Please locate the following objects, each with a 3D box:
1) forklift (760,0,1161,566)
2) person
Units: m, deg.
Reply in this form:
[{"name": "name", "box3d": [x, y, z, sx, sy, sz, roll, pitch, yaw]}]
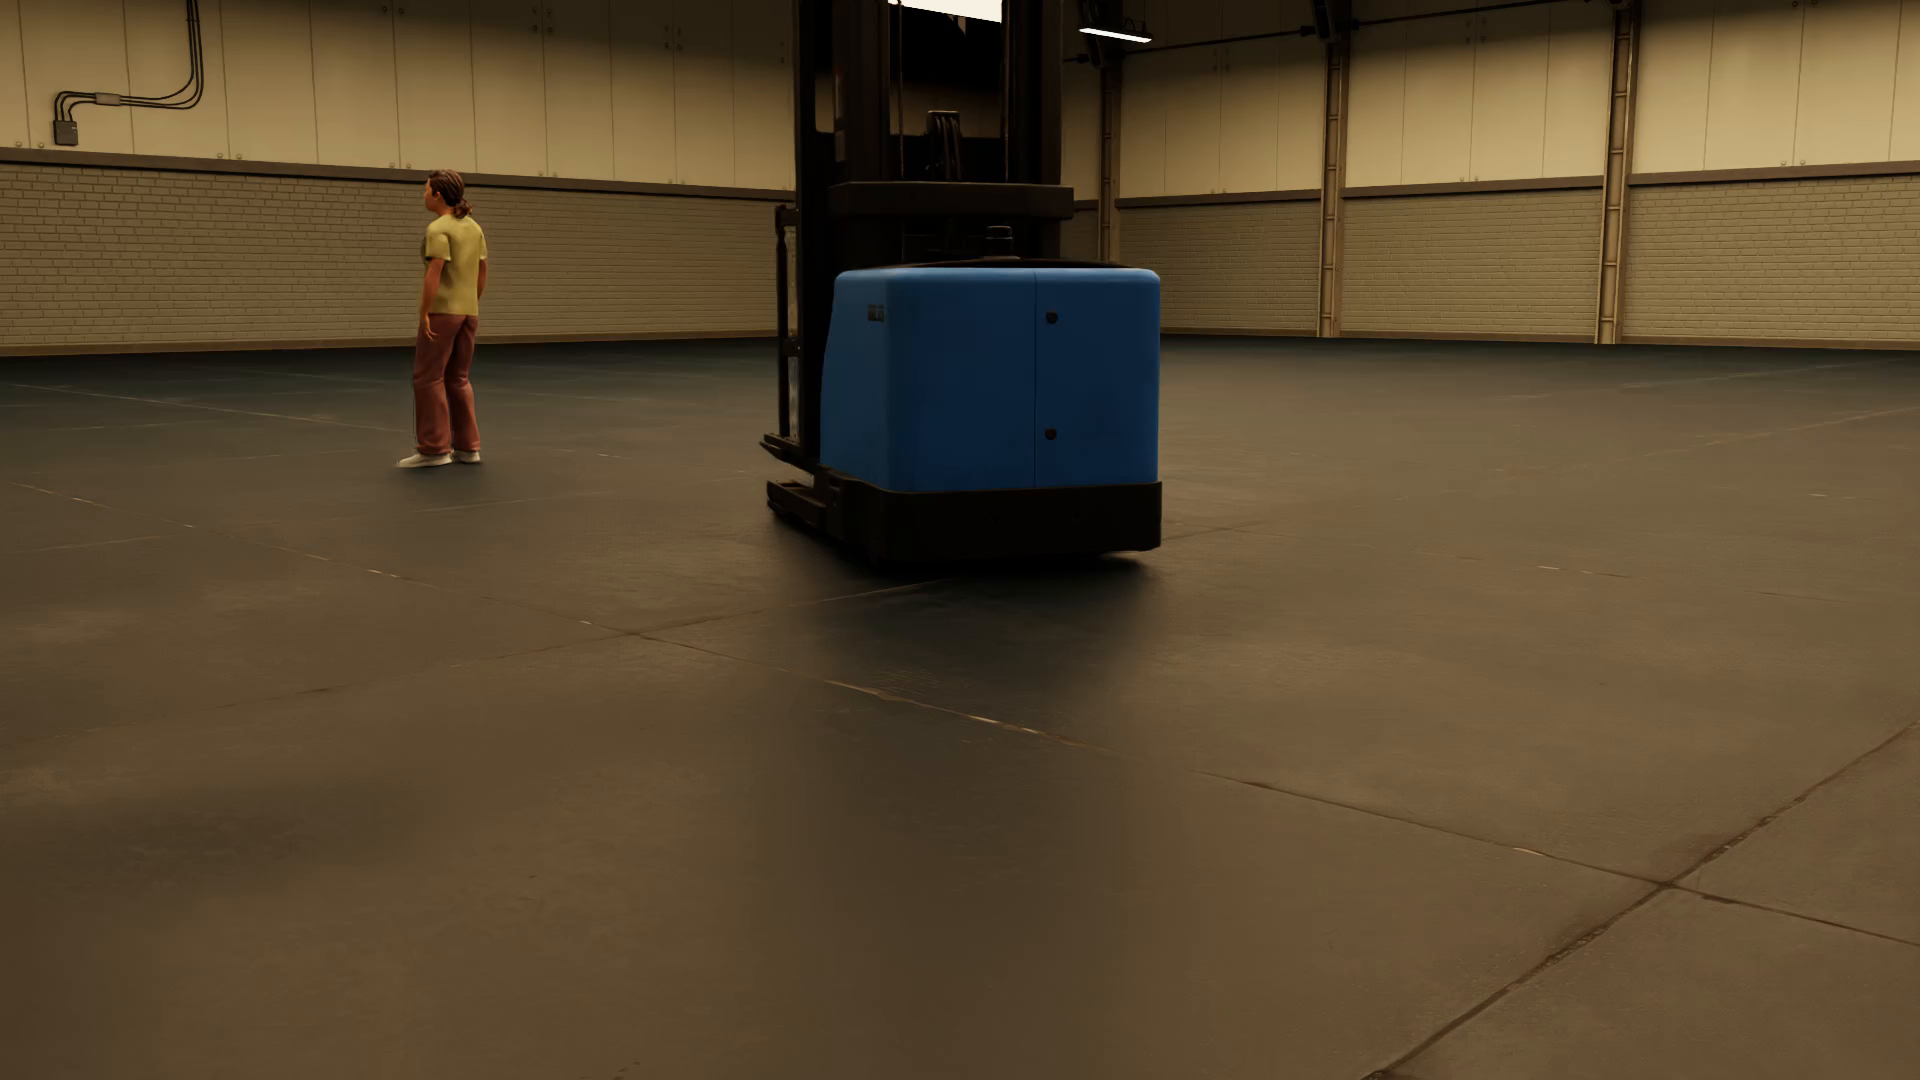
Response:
[{"name": "forklift", "box3d": [-0.221, -1.537, 7.081, 1.130, 2.935, 3.031, -3, 9, -19]}, {"name": "person", "box3d": [-2.948, -1.252, 9.476, 0.479, 1.690, 0.538, 3, 9, 20]}]
